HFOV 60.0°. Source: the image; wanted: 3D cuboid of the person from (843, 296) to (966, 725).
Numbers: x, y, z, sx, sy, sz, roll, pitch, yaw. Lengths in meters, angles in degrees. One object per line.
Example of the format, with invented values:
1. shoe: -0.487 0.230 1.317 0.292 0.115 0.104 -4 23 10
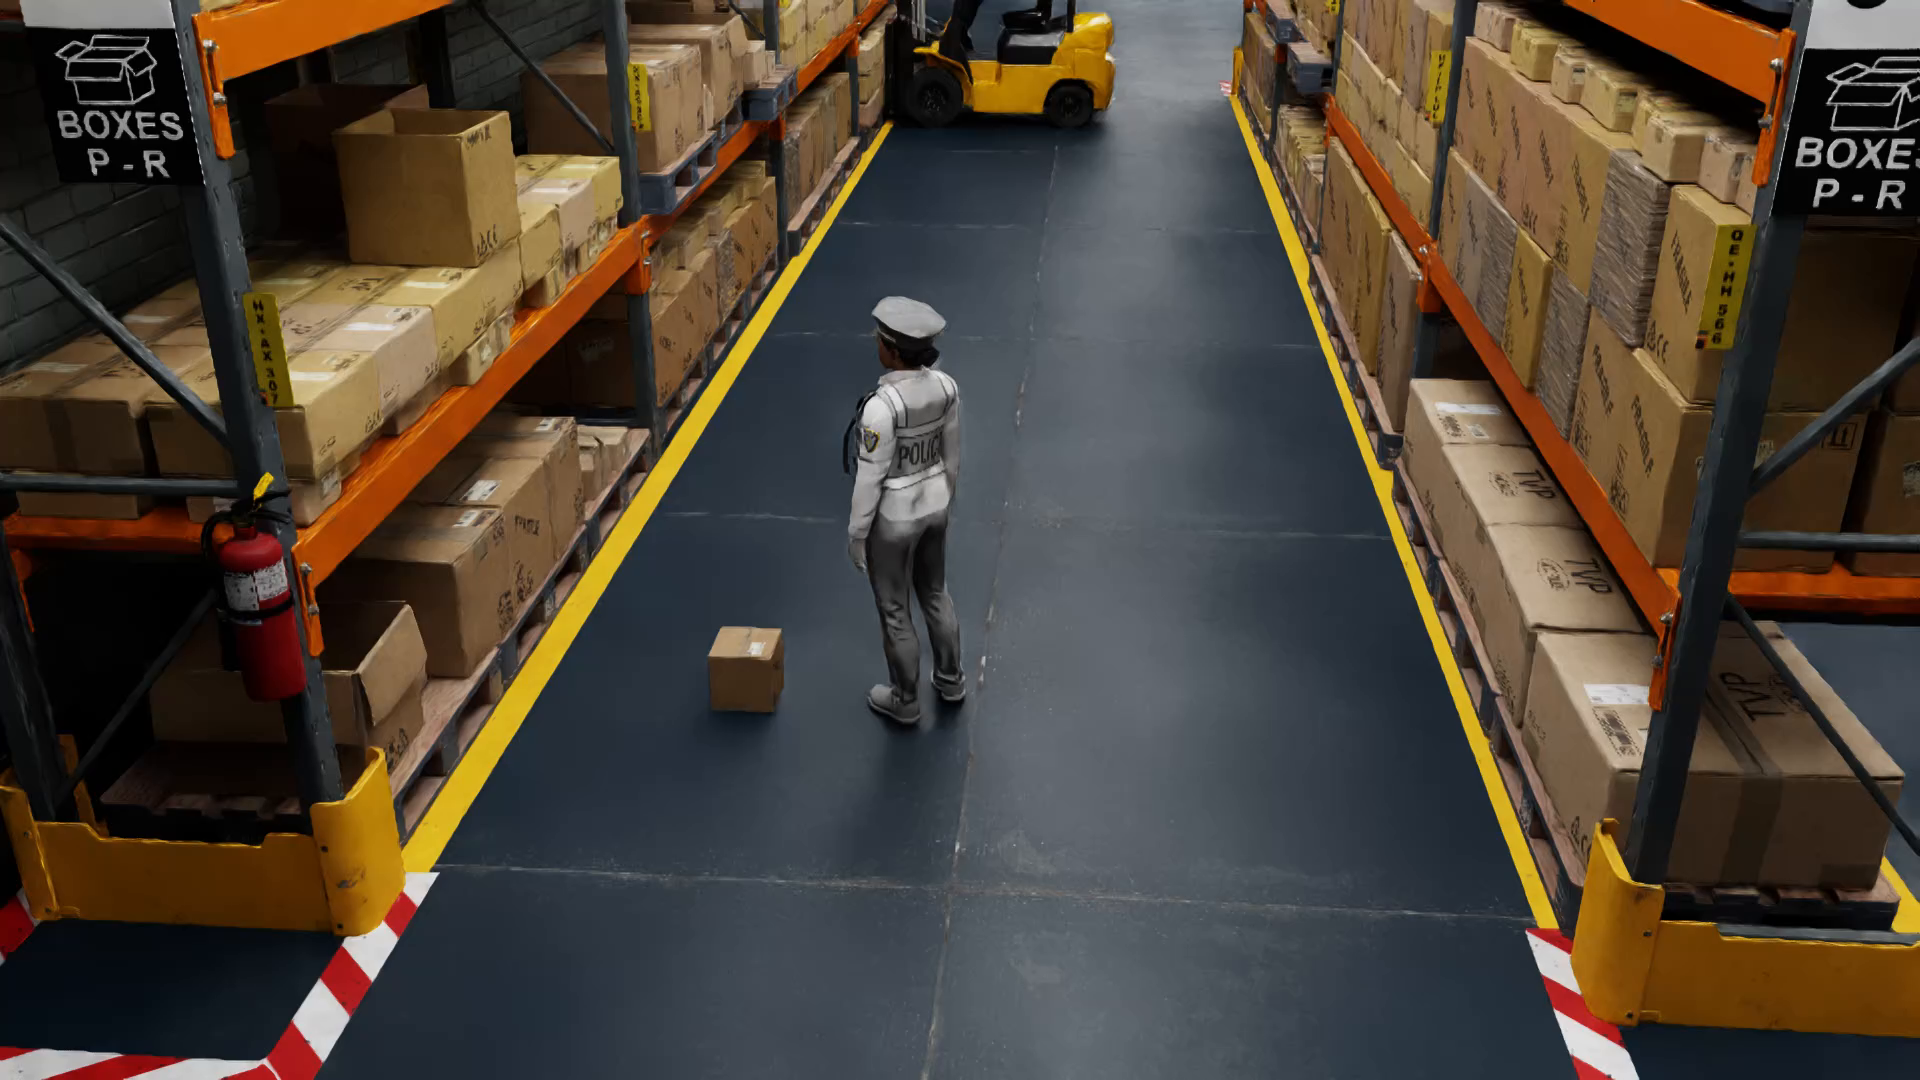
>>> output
1. person: -0.193 -0.098 6.274 0.346 1.689 0.616 19 31 36
